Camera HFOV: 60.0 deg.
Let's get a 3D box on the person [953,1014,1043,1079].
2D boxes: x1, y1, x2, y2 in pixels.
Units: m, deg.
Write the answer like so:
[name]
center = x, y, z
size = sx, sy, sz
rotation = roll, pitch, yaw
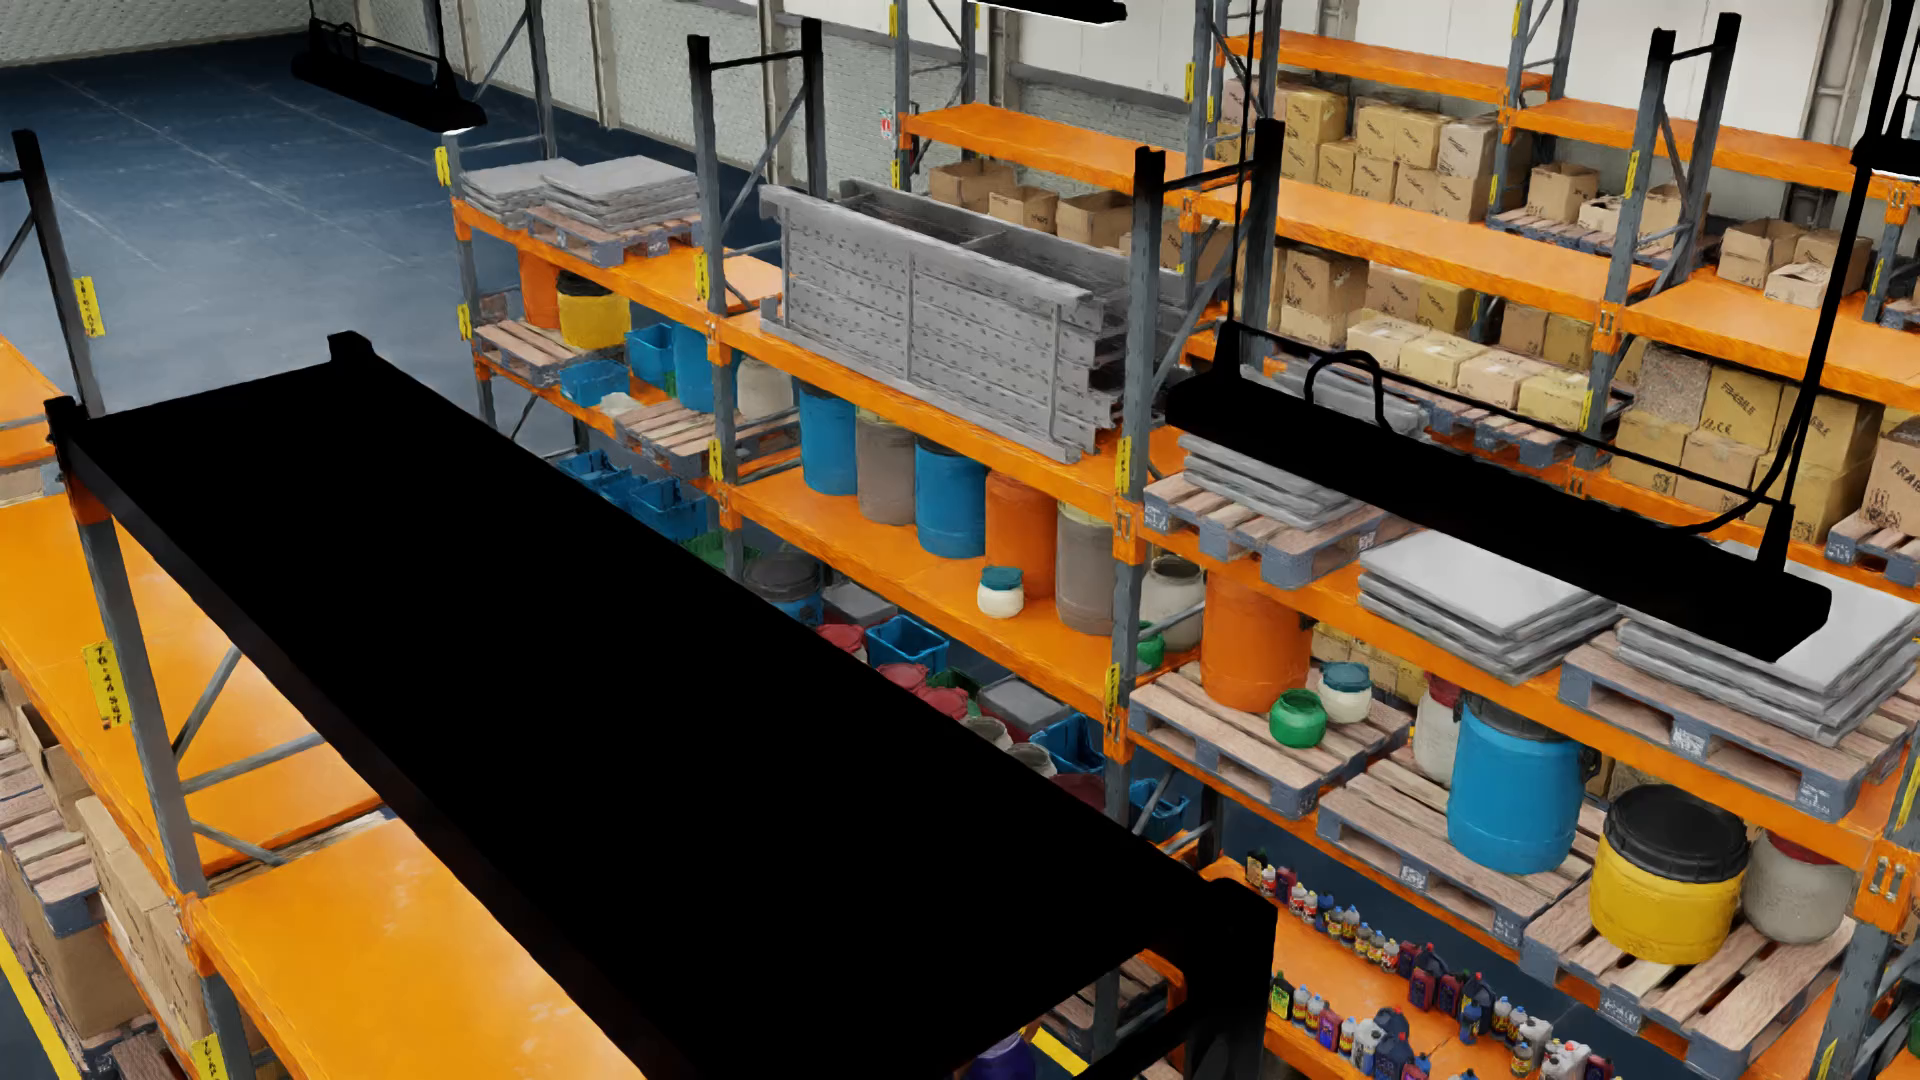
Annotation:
[person]
center = 0.243, 3.094, 9.748
size = 0.625, 1.596, 0.517
rotation = -24, 35, -38
